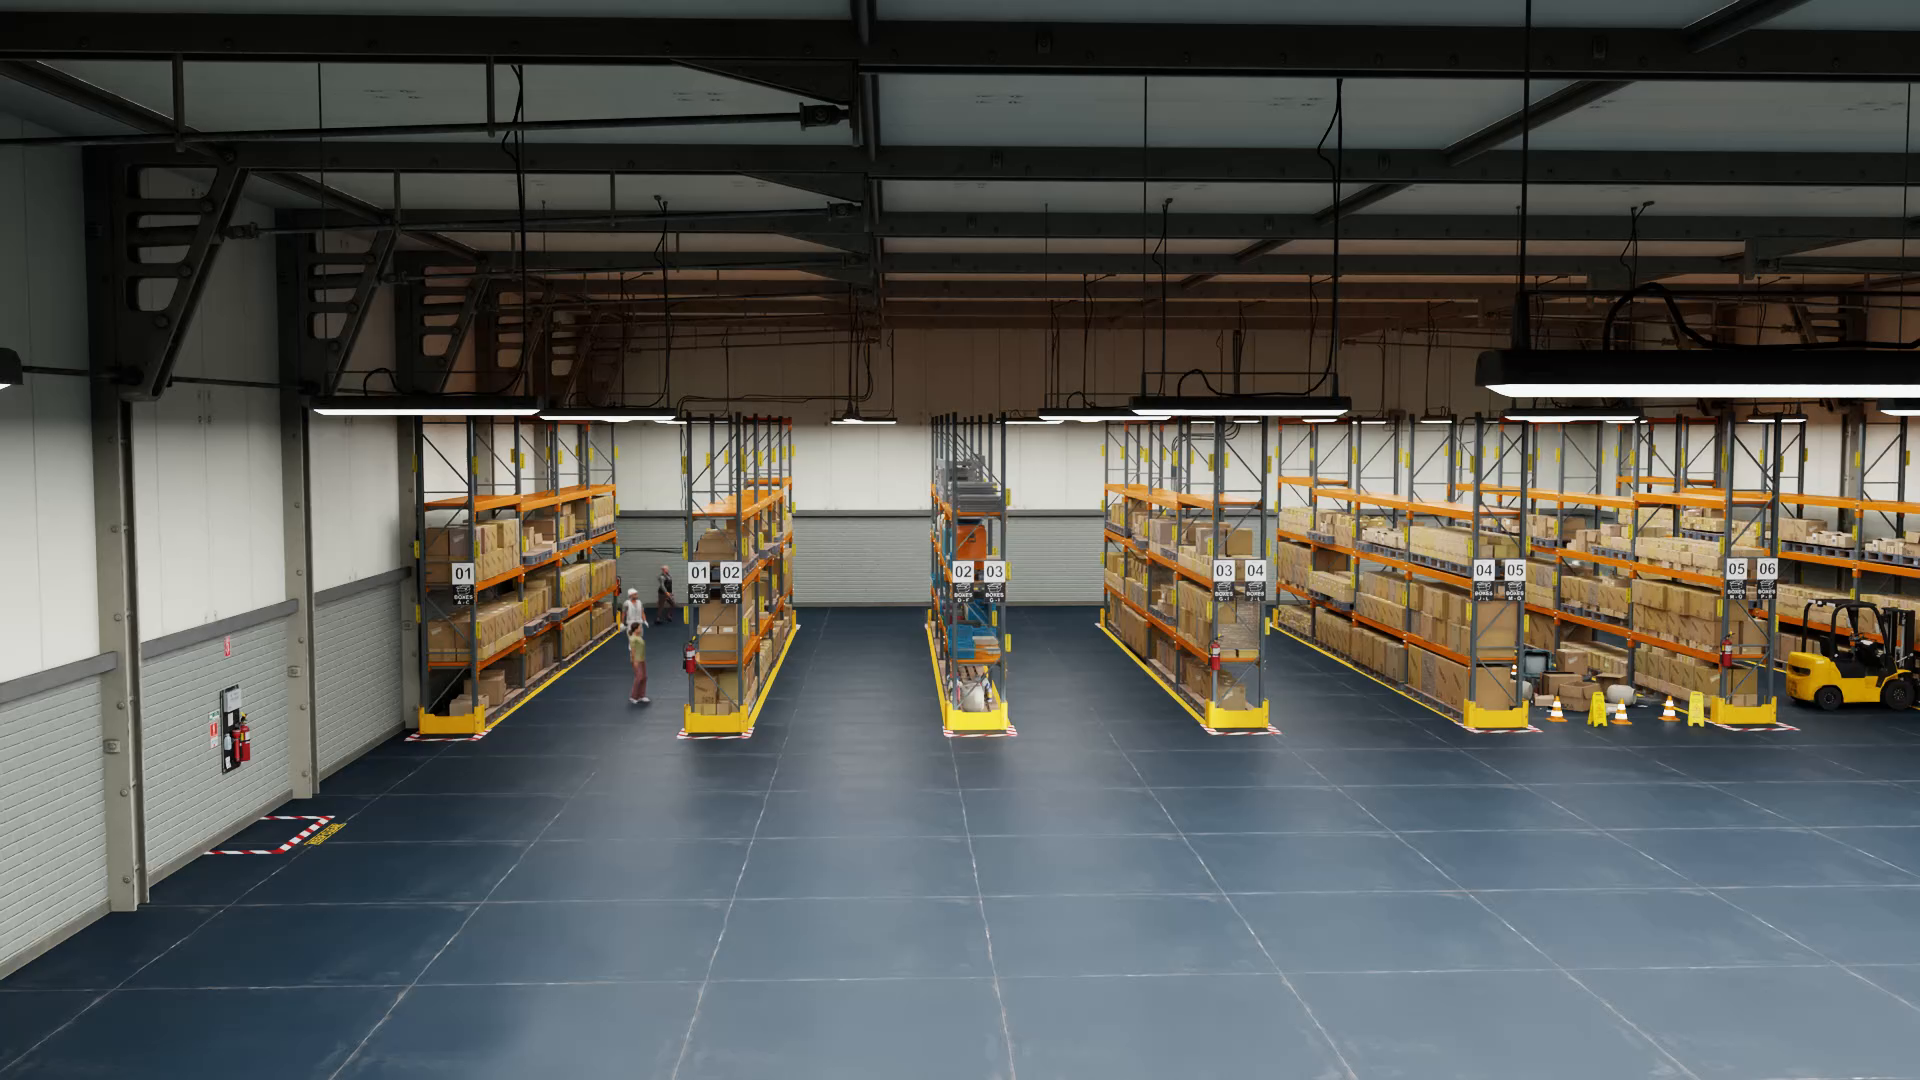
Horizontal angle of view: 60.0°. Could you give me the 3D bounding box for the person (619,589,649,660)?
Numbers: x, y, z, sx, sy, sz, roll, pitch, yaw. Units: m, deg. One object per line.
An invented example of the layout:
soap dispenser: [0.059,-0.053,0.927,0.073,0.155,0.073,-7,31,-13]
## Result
person: [-8.009,2.074,40.867,0.707,1.754,1.023,-1,4,-14]

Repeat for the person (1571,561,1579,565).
person: [18.406,1.479,49.719,0.985,1.728,0.585,0,4,4]

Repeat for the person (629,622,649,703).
person: [-6.696,2.575,34.675,0.417,1.735,0.515,1,4,15]

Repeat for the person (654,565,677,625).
person: [-8.539,1.598,48.084,0.624,1.736,0.601,1,4,9]
